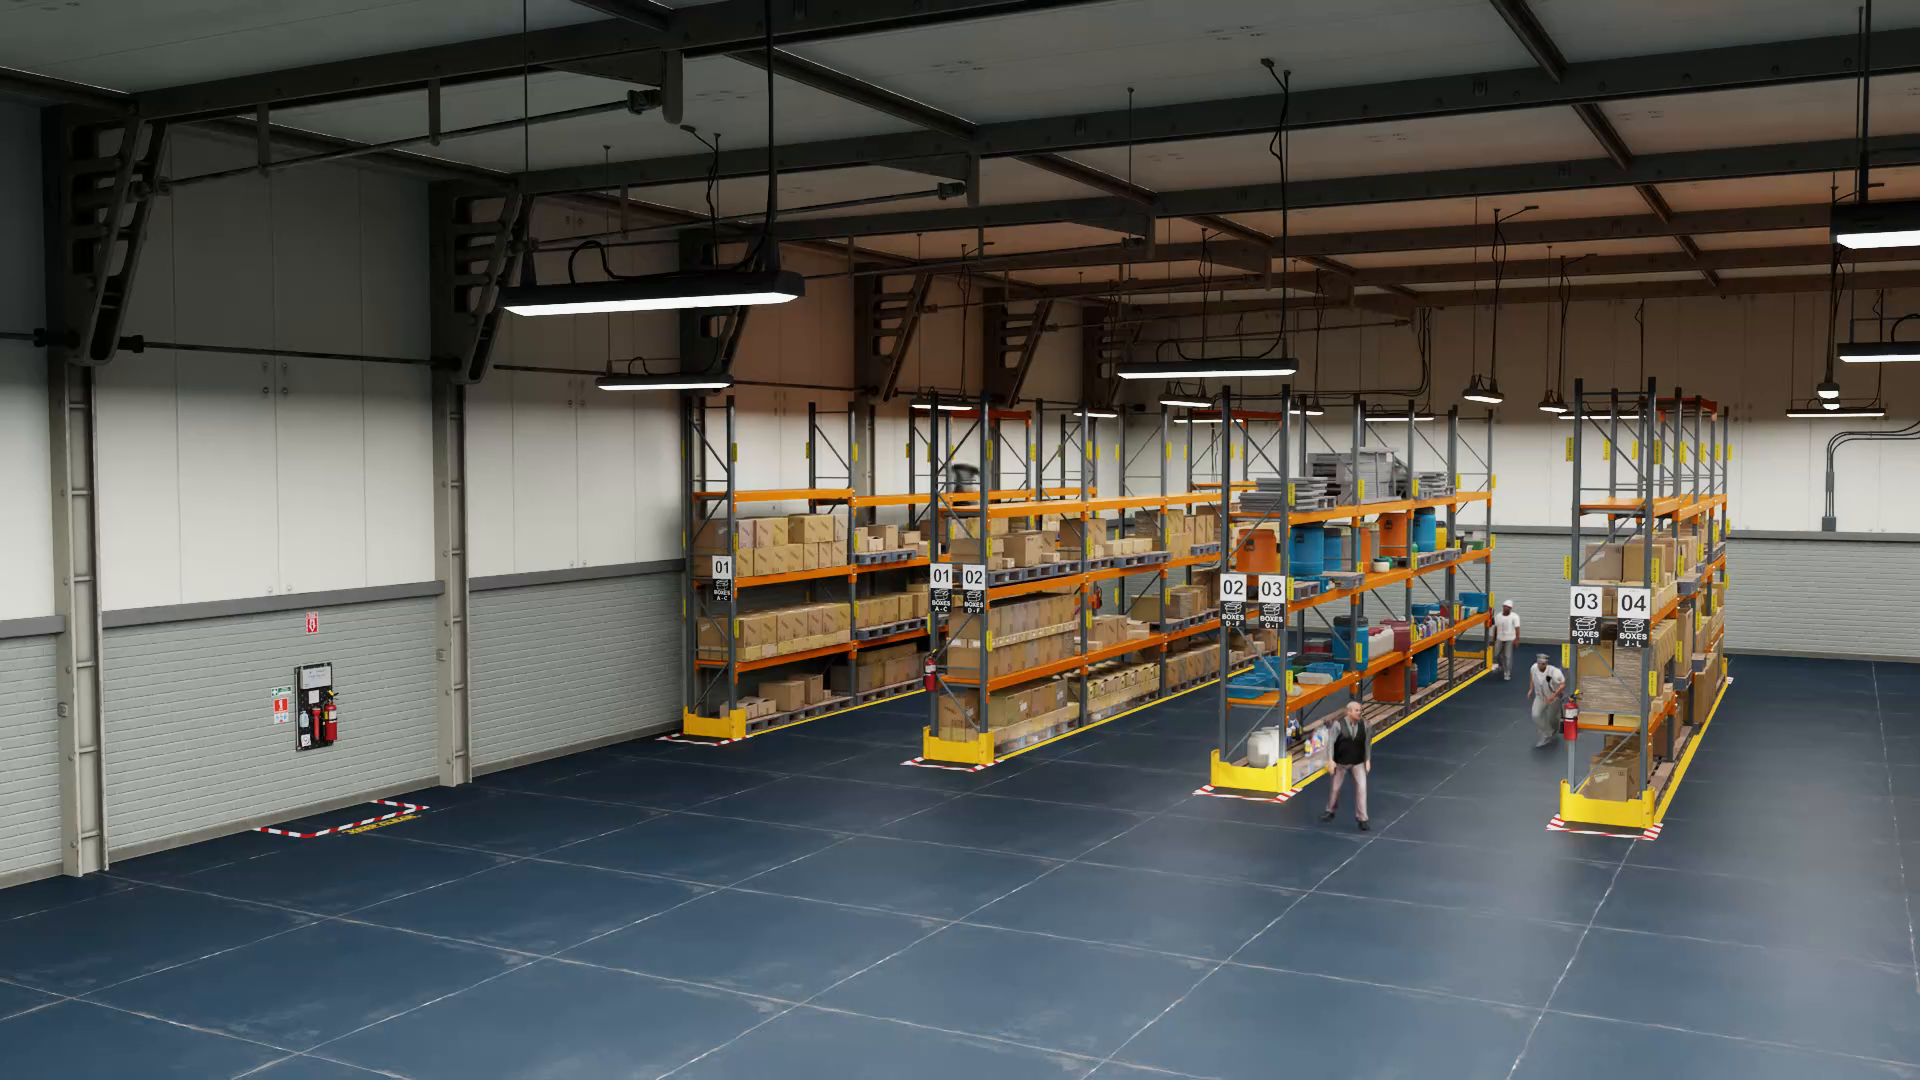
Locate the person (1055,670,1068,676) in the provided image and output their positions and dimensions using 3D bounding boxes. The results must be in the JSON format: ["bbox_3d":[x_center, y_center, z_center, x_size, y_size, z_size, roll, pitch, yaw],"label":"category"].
[{"bbox_3d":[2.143,2.315,35.178,0.656,1.724,0.896,1,3,20],"label":"person"}]

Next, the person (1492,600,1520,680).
[{"bbox_3d":[12.027,2.190,36.639,0.702,1.756,0.549,2,4,39],"label":"person"}]

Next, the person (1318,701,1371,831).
[{"bbox_3d":[5.194,2.986,22.259,0.655,1.674,0.888,0,3,-2],"label":"person"}]

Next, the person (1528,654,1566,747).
[{"bbox_3d":[10.146,2.719,28.589,0.659,1.606,1.093,2,4,38],"label":"person"}]
